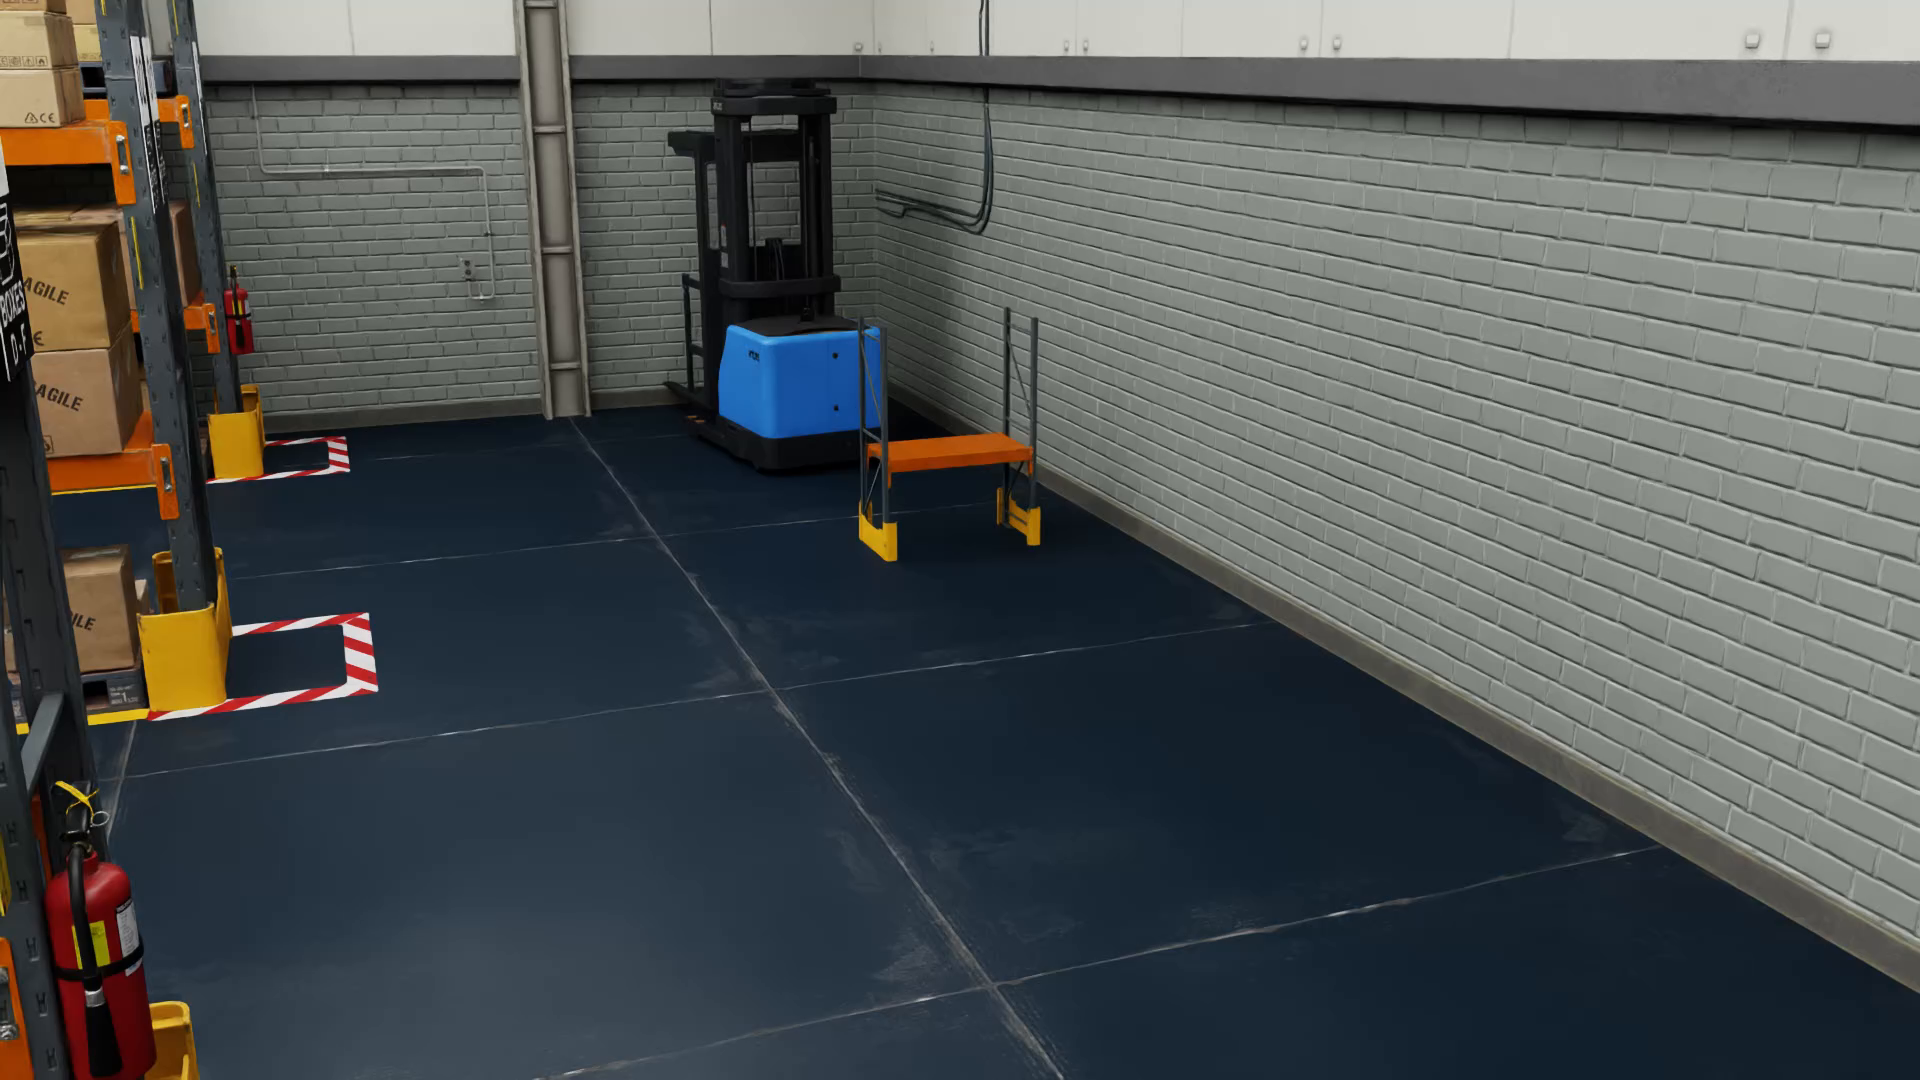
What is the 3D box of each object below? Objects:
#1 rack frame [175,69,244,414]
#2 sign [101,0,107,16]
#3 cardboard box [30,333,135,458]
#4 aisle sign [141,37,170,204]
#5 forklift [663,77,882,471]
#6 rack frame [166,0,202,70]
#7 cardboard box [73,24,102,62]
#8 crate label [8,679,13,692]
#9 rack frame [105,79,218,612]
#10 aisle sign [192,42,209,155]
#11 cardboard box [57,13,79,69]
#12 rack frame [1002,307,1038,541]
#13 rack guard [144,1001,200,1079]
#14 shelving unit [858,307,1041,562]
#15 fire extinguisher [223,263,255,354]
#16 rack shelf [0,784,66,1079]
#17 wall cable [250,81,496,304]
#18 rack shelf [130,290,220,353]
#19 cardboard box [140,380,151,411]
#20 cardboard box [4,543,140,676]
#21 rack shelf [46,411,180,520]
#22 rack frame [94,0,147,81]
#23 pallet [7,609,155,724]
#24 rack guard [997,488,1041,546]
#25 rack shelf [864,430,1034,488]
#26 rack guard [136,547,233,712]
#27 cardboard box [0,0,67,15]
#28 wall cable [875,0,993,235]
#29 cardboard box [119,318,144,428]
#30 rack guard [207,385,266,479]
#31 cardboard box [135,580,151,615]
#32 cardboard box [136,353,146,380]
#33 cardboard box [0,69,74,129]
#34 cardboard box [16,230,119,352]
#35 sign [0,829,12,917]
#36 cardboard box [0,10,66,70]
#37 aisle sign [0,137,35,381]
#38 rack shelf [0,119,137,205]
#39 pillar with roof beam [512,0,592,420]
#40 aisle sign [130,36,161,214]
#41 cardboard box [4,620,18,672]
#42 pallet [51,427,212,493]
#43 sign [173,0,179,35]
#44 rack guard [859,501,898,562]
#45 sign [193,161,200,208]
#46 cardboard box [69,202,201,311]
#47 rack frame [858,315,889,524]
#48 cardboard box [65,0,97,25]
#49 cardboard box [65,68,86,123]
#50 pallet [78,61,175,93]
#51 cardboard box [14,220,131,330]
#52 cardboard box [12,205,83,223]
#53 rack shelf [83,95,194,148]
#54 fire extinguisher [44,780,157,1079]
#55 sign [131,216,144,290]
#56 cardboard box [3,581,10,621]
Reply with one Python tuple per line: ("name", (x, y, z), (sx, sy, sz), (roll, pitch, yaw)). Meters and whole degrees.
("rack frame", (-5.742, -2.065, 12.806), (0.127, 3.000, 1.000), (-6, 17, -20))
("sign", (-3.786, -2.478, 7.318), (0.005, 0.325, 0.100), (-6, 17, -20))
("cardboard box", (-4.287, -0.693, 7.957), (0.500, 0.500, 0.500), (-6, 17, -18))
("aisle sign", (-4.008, -2.093, 8.289), (0.004, 0.787, 0.394), (-6, 17, -20))
("forklift", (-1.713, -2.308, 13.756), (1.130, 2.935, 3.031), (-9, 18, -27))
("rack frame", (-5.742, -4.943, 11.961), (0.127, 3.000, 1.000), (-6, 17, -20))
("cardboard box", (-6.331, -3.538, 11.842), (0.500, 0.250, 0.500), (-6, 17, -18))
("crate label", (-2.546, 0.532, 4.155), (0.303, 0.233, 0.416), (-6, 17, -20))
("rack frame", (-3.966, -0.762, 8.369), (0.127, 3.000, 1.000), (-6, 17, -20))
("aisle sign", (-5.568, -3.241, 12.196), (0.004, 0.787, 0.394), (-6, 17, -20))
("cardboard box", (-4.539, -2.386, 7.954), (0.500, 0.250, 0.500), (-6, 17, -20))
("rack frame", (0.395, -0.762, 11.032), (0.032, 1.500, 0.500), (-6, 17, -20))
("rack guard", (-2.180, 1.735, 4.302), (0.348, 0.500, 1.175), (-6, 17, -20))
("shelving unit", (-0.071, -0.712, 10.861), (1.083, 1.500, 0.587), (-6, 17, -20))
("fire extinguisher", (-5.436, -1.743, 12.508), (0.183, 0.674, 0.296), (-6, 17, -20))
("rack shelf", (-4.065, 1.089, 3.345), (4.000, 0.370, 1.077), (-6, 17, -20))
("wall cable", (-4.885, -2.930, 13.950), (1.851, 1.984, 0.084), (-6, 17, -20))
("rack shelf", (-7.610, -1.518, 12.221), (4.000, 0.370, 1.077), (-6, 17, -20))
("cardboard box", (-6.360, -0.970, 12.769), (0.500, 0.500, 0.700), (-6, 17, -20))
("cardboard box", (-4.386, 0.346, 8.252), (0.500, 0.500, 0.500), (-6, 17, -20))
("rack shelf", (-5.834, -0.215, 7.784), (4.000, 0.370, 1.077), (-6, 17, -20))
("rack frame", (-3.966, -3.640, 7.524), (0.127, 3.000, 1.000), (-6, 17, -20))
("pallet", (-4.781, 0.664, 8.461), (1.213, 0.211, 1.003), (-6, 17, -20))
("rack guard", (0.394, -0.162, 11.208), (0.087, 0.250, 0.587), (-6, 17, -20))
("rack shelf", (-0.080, -0.538, 10.908), (1.000, 0.185, 0.538), (-6, 17, -20))
("rack guard", (-4.037, 0.445, 8.695), (0.348, 0.500, 1.175), (-6, 17, -20))
("cardboard box", (-4.440, -2.673, 7.601), (0.500, 0.500, 0.700), (-6, 17, -20))
("wall cable", (-0.333, -3.930, 14.020), (0.112, 2.526, 3.097), (-6, 17, -20))
("cardboard box", (-4.475, -0.835, 8.439), (0.500, 0.500, 0.500), (-6, 17, -19))
("rack guard", (-5.720, -0.868, 13.167), (0.348, 0.500, 1.175), (-6, 17, -20))
("cardboard box", (-4.480, 0.347, 8.873), (0.250, 0.149, 0.380), (-6, 17, -20))
("cardboard box", (-6.315, -1.347, 12.900), (0.250, 0.149, 0.380), (-6, 17, -20))
("cardboard box", (-4.352, -2.008, 7.555), (0.500, 0.250, 0.500), (-6, 17, -20))
("cardboard box", (-4.284, -1.172, 7.815), (0.500, 0.500, 0.500), (-6, 18, -21))
("sign", (-1.985, 0.607, 3.420), (0.005, 0.325, 0.100), (-6, 17, -20))
("cardboard box", (-4.355, -2.250, 7.492), (0.500, 0.250, 0.500), (-6, 17, -20))
("aisle sign", (-2.237, -0.791, 3.854), (0.004, 0.787, 0.394), (-6, 17, -20))
("rack shelf", (-5.834, -1.654, 7.361), (4.000, 0.370, 1.077), (-6, 17, -20))
("pillar with roof beam", (-1.990, -4.310, 9.806), (0.400, 9.000, 9.100), (-6, 17, -20))
("aisle sign", (-3.793, -1.936, 7.752), (0.004, 0.787, 0.394), (-6, 17, -20))
("cardboard box", (-4.796, 0.523, 8.241), (0.250, 0.166, 0.380), (-6, 17, -20))
("pallet", (-6.461, -0.626, 12.854), (1.213, 0.211, 1.003), (-6, 17, -20))
("sign", (-5.561, -3.747, 11.779), (0.005, 0.325, 0.100), (-6, 17, -20))
("rack guard", (-0.536, -0.062, 10.866), (0.087, 0.250, 0.587), (-6, 17, -20))
("sign", (-5.561, -2.590, 12.119), (0.005, 0.325, 0.100), (-6, 17, -20))
("cardboard box", (-6.215, -2.155, 12.580), (0.700, 0.700, 0.980), (-5, 17, -18))
("rack frame", (-0.554, -0.660, 10.683), (0.032, 1.500, 0.500), (-6, 17, -20))
("cardboard box", (-6.328, -3.896, 11.730), (0.500, 0.500, 0.500), (-6, 17, -20))
("cardboard box", (-4.537, -2.144, 8.019), (0.500, 0.250, 0.500), (-6, 17, -20))
("pallet", (-6.431, -3.384, 12.132), (1.213, 0.211, 1.003), (-6, 17, -20))
("cardboard box", (-4.475, -1.314, 8.298), (0.500, 0.500, 0.500), (-6, 17, -18))
("cardboard box", (-6.890, -2.078, 12.320), (0.700, 0.700, 0.980), (-6, 18, -21))
("rack shelf", (-7.610, -2.957, 11.798), (4.000, 0.370, 1.077), (-6, 17, -20))
("fire extinguisher", (-1.894, 0.862, 3.638), (0.183, 0.674, 0.296), (-6, 17, -20))
("sign", (-3.786, -1.321, 7.657), (0.005, 0.325, 0.100), (-6, 17, -20))
("cardboard box", (-5.043, 0.377, 8.590), (0.500, 0.250, 0.500), (-6, 17, -20))
